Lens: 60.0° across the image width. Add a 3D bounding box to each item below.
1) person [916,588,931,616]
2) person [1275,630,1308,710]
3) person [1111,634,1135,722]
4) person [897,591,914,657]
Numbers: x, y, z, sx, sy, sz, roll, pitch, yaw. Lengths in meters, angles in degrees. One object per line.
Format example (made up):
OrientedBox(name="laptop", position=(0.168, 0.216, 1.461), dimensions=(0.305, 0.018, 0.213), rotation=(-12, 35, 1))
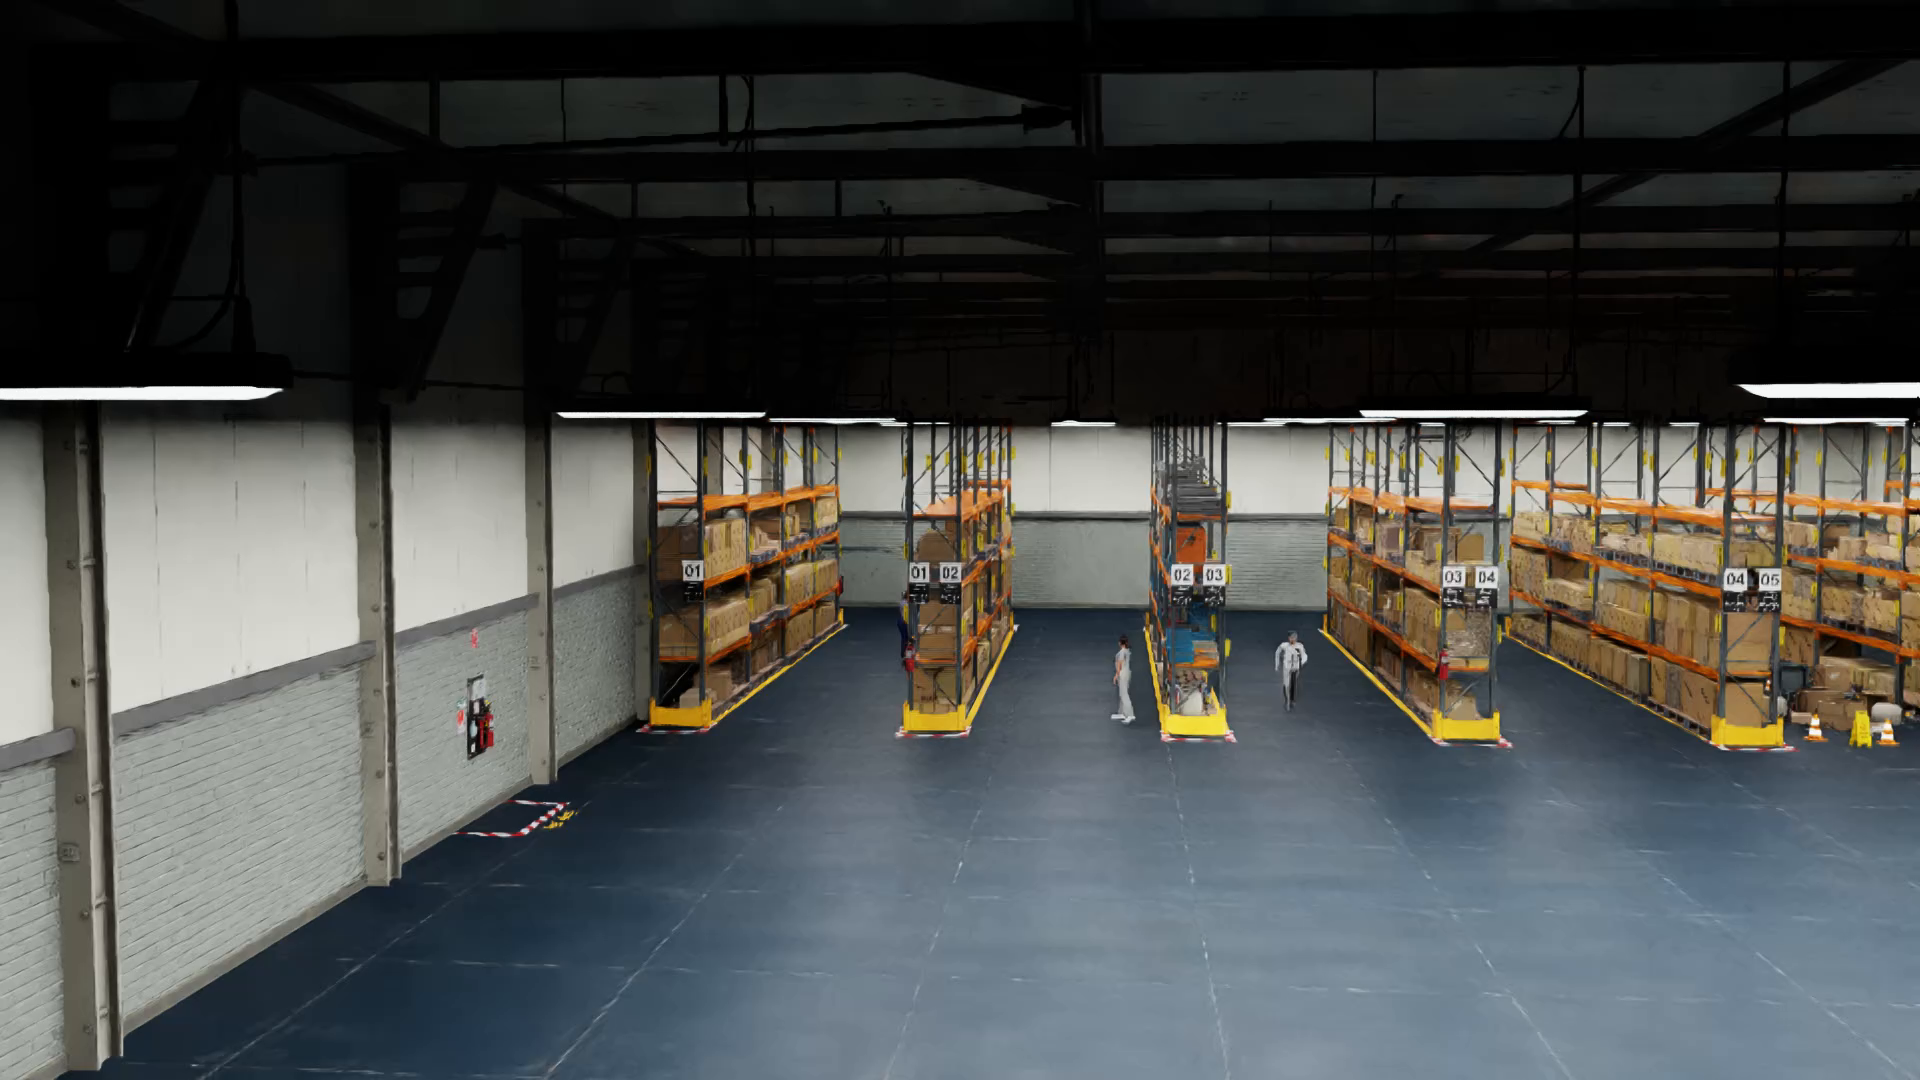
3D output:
OrientedBox(name="person", position=(-1.181, 1.569, 50.452), dimensions=(0.538, 1.512, 0.850), rotation=(1, 4, 11))
OrientedBox(name="person", position=(6.788, 2.628, 34.062), dimensions=(0.639, 1.598, 0.838), rotation=(0, 4, 1))
OrientedBox(name="person", position=(3.209, 2.707, 32.656), dimensions=(0.528, 1.714, 0.522), rotation=(2, 4, 22))
OrientedBox(name="person", position=(-1.329, 2.103, 41.548), dimensions=(0.483, 1.644, 0.617), rotation=(-2, 4, -24))
